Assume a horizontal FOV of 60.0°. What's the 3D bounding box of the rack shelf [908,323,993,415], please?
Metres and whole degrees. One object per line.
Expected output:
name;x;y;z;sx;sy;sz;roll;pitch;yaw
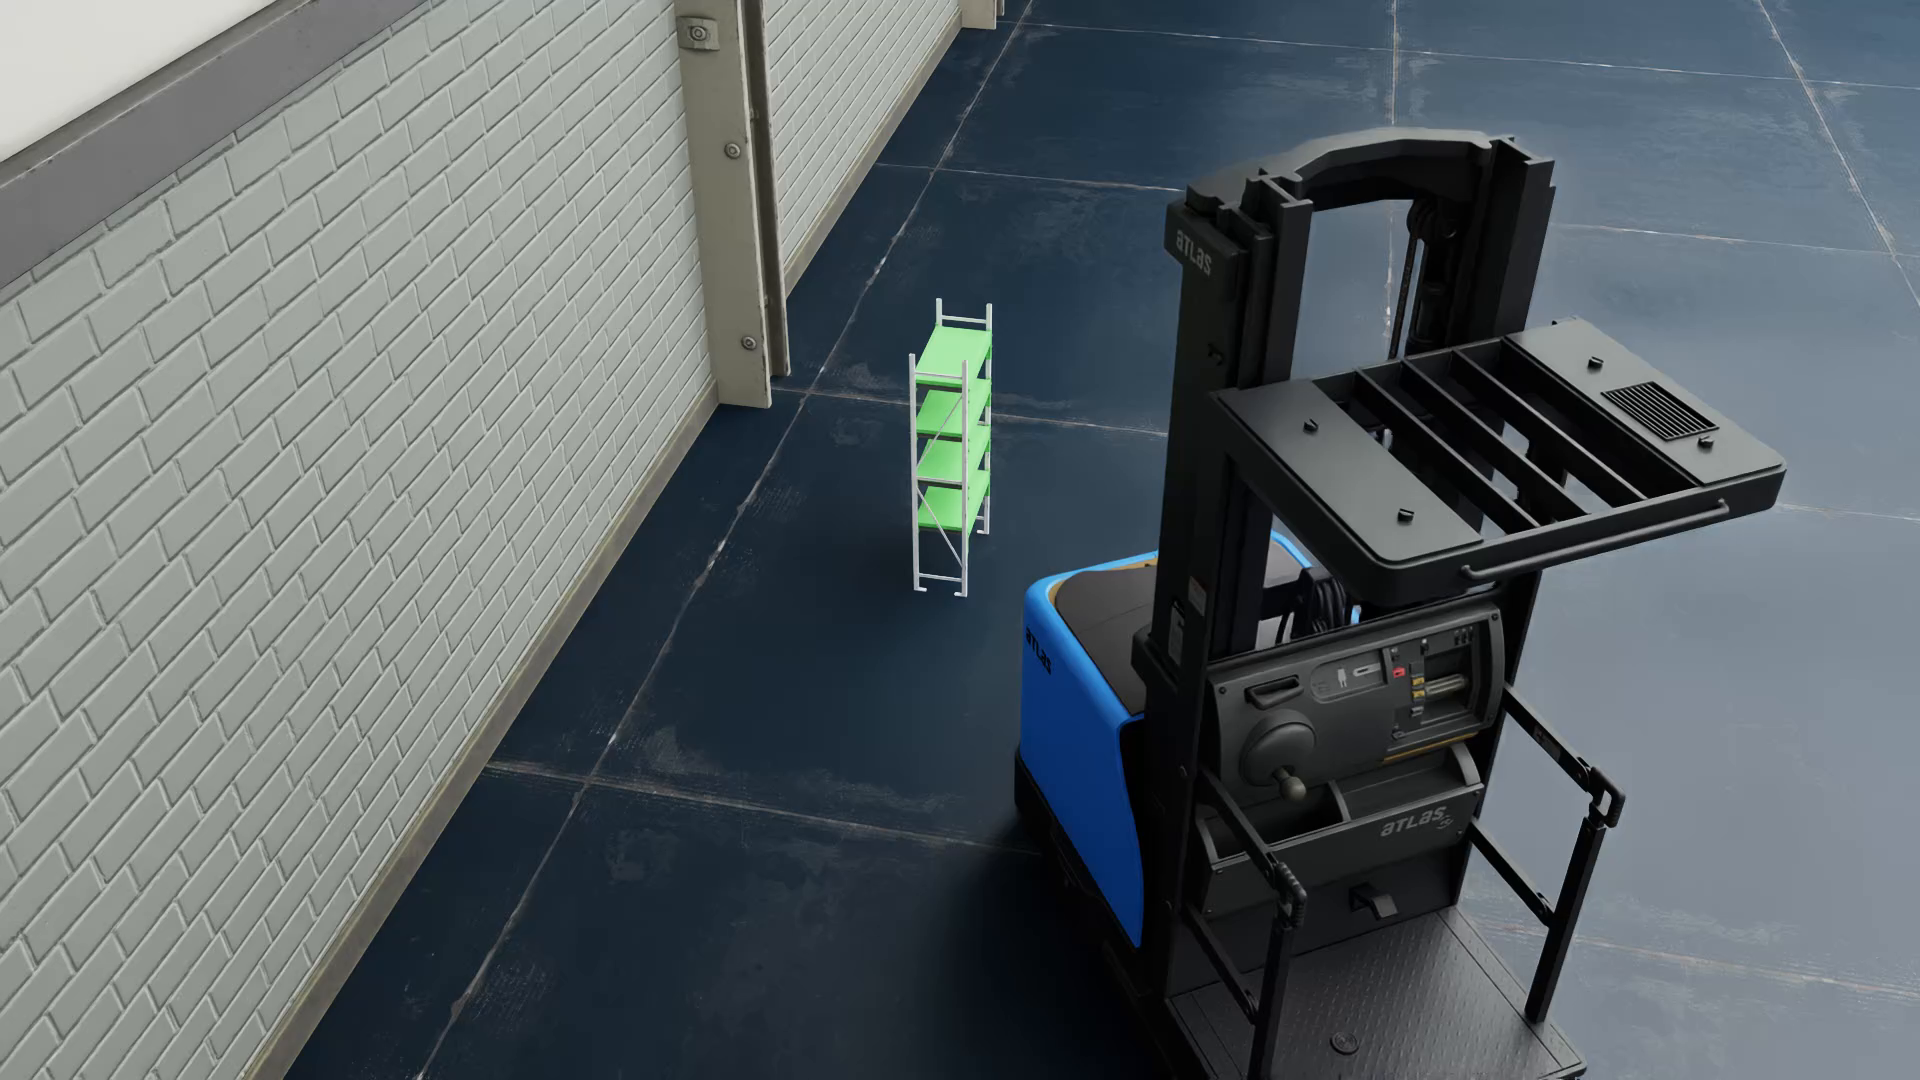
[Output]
rack shelf;-0.035;-0.728;7.023;0.258;0.148;0.480;7;37;10

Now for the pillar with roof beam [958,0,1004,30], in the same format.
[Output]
pillar with roof beam;4.378;-7.364;10.243;9.100;9.000;0.400;7;37;10

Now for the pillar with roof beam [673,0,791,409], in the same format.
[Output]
pillar with roof beam;3.096;-3.925;5.497;9.100;9.000;0.400;7;37;10

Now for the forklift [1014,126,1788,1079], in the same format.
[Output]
forklift;1.210;0.529;4.523;1.130;2.935;3.031;-13;38;-17

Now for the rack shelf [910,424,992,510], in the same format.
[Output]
rack shelf;-0.035;-0.339;7.304;0.258;0.148;0.480;7;37;10

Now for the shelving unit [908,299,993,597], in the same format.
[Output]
shelving unit;-0.035;-0.391;7.267;0.258;1.200;0.503;7;37;10

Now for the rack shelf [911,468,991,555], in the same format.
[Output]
rack shelf;-0.035;-0.145;7.445;0.258;0.148;0.480;7;37;10

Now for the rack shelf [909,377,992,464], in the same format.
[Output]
rack shelf;-0.035;-0.534;7.164;0.258;0.148;0.480;7;37;10

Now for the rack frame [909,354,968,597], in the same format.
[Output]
rack frame;-0.087;-0.251;7.074;0.240;1.200;0.015;7;37;10

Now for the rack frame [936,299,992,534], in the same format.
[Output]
rack frame;0.017;-0.531;7.460;0.240;1.200;0.015;7;37;10
